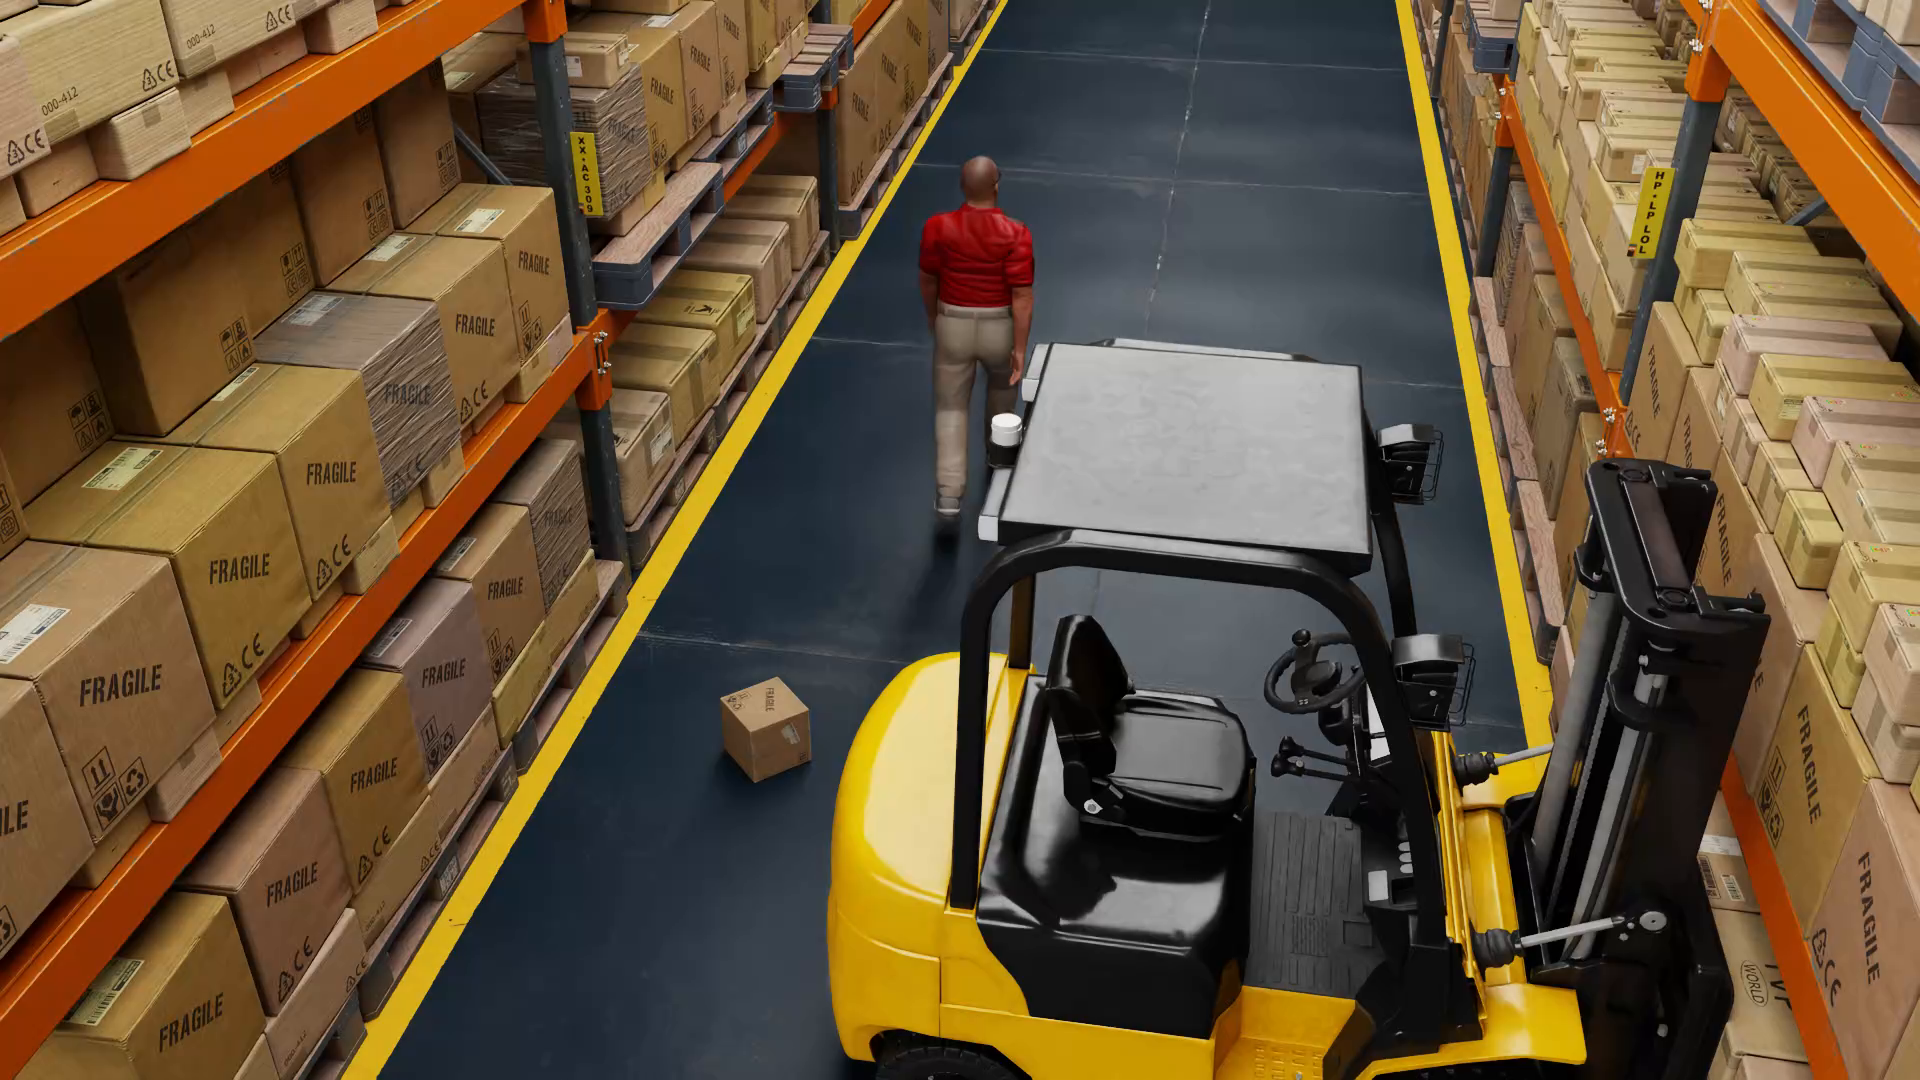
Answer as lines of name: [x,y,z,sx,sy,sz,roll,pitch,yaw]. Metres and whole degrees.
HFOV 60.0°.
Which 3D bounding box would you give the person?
person: [0.074,-0.965,7.682,0.532,1.674,1.047,2,32,4]
